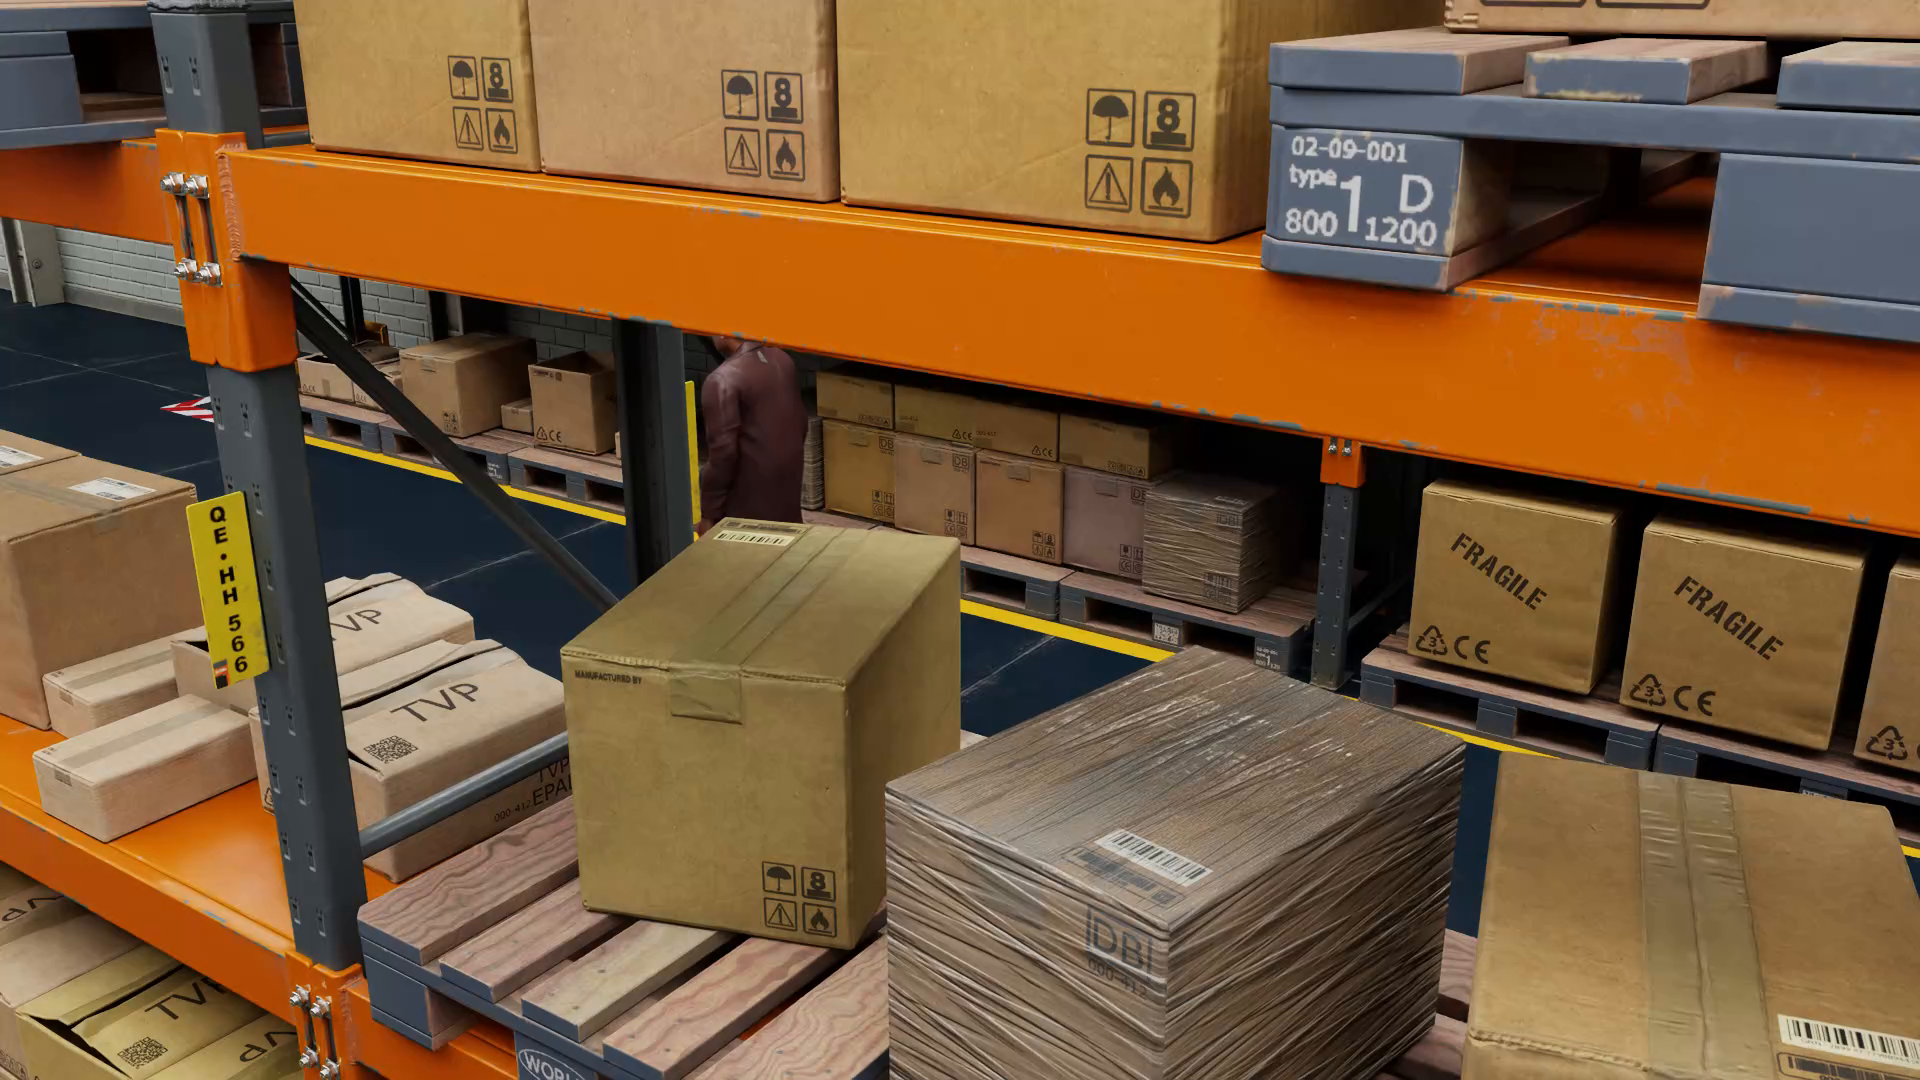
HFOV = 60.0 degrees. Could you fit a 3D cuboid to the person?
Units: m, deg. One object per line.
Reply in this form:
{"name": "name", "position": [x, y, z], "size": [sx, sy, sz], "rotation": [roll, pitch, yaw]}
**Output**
{"name": "person", "position": [-0.883, -0.170, 7.072], "size": [0.417, 1.774, 0.656], "rotation": [12, 23, 30]}
